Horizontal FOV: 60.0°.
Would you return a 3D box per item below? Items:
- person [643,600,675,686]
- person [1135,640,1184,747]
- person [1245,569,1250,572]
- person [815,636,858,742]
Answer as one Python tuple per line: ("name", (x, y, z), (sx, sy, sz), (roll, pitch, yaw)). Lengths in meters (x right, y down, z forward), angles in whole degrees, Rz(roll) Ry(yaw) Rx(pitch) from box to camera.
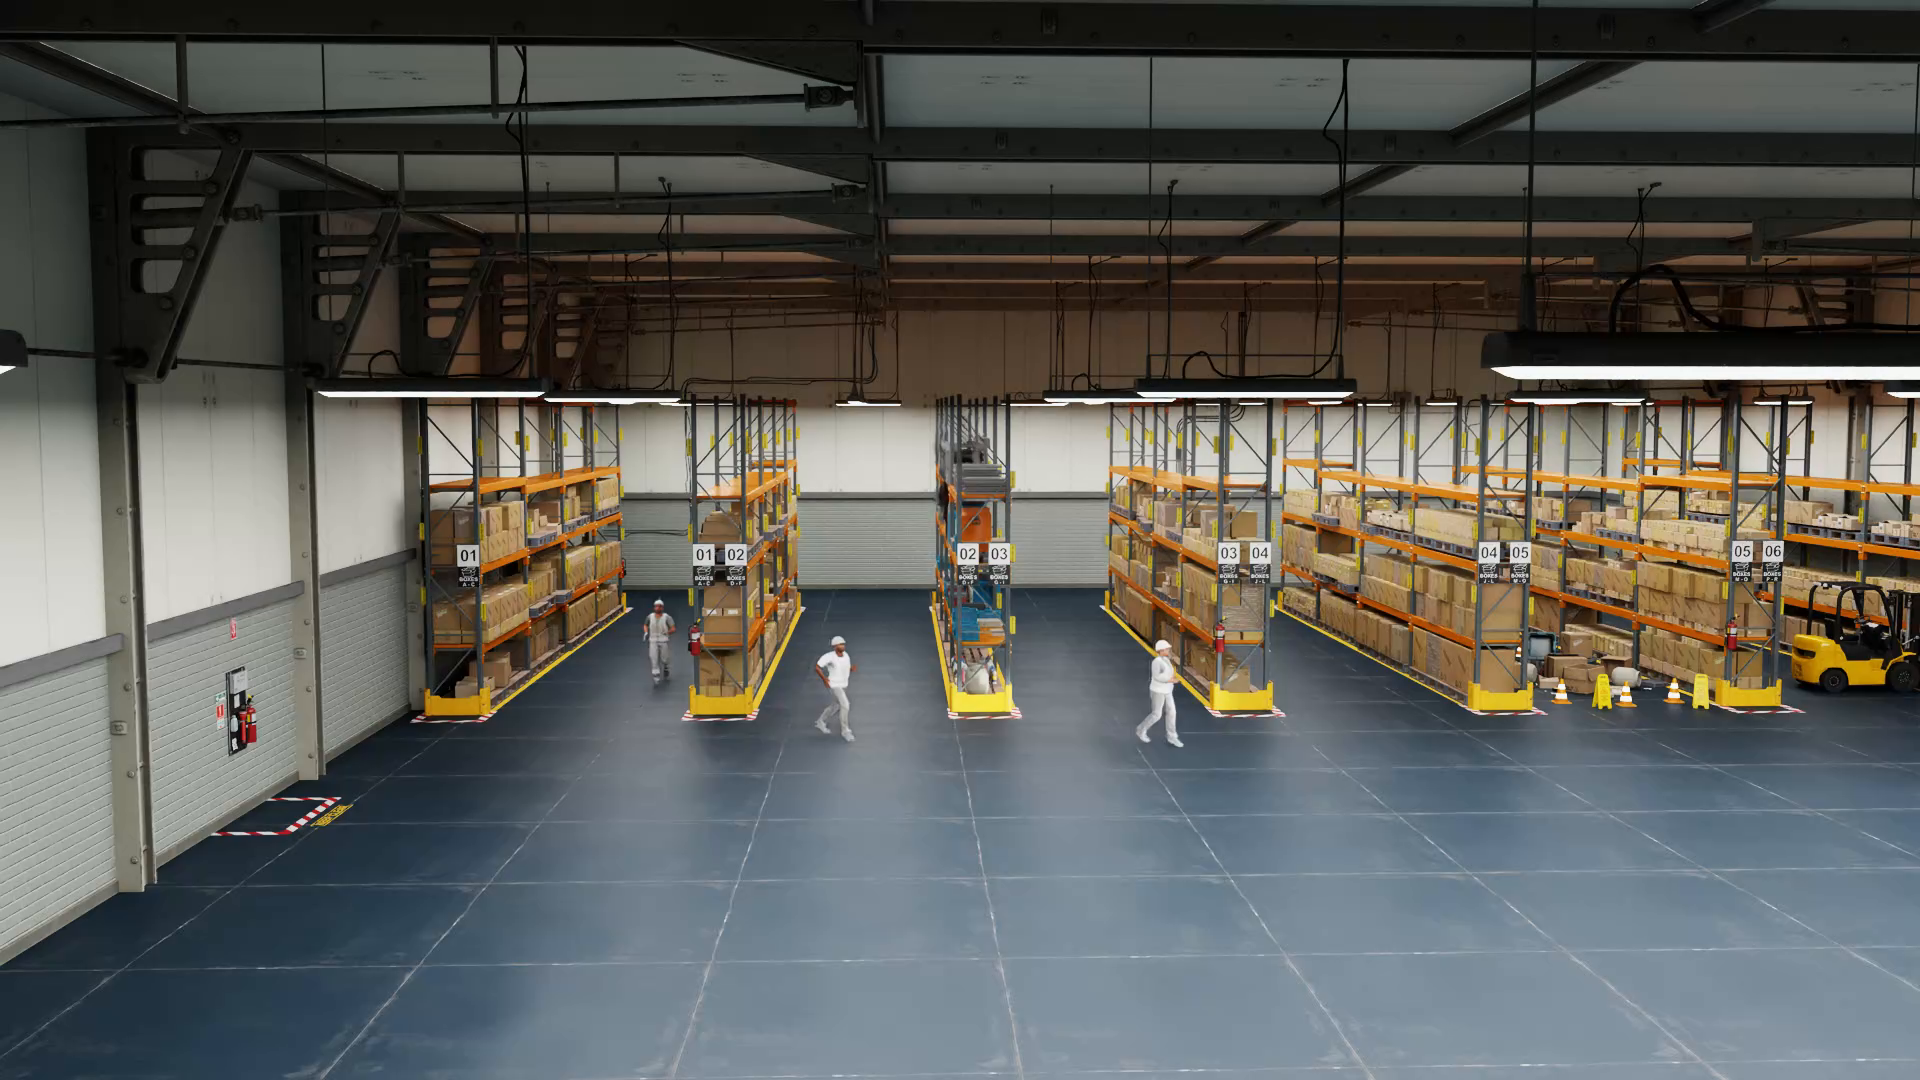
("person", (-6.260, 2.125, 34.570), (0.669, 1.760, 0.868), (0, 4, -2))
("person", (3.412, 2.608, 28.336), (0.830, 1.820, 0.672), (3, 5, 29))
("person", (7.936, 1.202, 46.797), (0.720, 1.664, 0.682), (1, 5, 8))
("person", (-2.128, 2.566, 28.920), (0.865, 1.811, 0.671), (2, 5, 27))
